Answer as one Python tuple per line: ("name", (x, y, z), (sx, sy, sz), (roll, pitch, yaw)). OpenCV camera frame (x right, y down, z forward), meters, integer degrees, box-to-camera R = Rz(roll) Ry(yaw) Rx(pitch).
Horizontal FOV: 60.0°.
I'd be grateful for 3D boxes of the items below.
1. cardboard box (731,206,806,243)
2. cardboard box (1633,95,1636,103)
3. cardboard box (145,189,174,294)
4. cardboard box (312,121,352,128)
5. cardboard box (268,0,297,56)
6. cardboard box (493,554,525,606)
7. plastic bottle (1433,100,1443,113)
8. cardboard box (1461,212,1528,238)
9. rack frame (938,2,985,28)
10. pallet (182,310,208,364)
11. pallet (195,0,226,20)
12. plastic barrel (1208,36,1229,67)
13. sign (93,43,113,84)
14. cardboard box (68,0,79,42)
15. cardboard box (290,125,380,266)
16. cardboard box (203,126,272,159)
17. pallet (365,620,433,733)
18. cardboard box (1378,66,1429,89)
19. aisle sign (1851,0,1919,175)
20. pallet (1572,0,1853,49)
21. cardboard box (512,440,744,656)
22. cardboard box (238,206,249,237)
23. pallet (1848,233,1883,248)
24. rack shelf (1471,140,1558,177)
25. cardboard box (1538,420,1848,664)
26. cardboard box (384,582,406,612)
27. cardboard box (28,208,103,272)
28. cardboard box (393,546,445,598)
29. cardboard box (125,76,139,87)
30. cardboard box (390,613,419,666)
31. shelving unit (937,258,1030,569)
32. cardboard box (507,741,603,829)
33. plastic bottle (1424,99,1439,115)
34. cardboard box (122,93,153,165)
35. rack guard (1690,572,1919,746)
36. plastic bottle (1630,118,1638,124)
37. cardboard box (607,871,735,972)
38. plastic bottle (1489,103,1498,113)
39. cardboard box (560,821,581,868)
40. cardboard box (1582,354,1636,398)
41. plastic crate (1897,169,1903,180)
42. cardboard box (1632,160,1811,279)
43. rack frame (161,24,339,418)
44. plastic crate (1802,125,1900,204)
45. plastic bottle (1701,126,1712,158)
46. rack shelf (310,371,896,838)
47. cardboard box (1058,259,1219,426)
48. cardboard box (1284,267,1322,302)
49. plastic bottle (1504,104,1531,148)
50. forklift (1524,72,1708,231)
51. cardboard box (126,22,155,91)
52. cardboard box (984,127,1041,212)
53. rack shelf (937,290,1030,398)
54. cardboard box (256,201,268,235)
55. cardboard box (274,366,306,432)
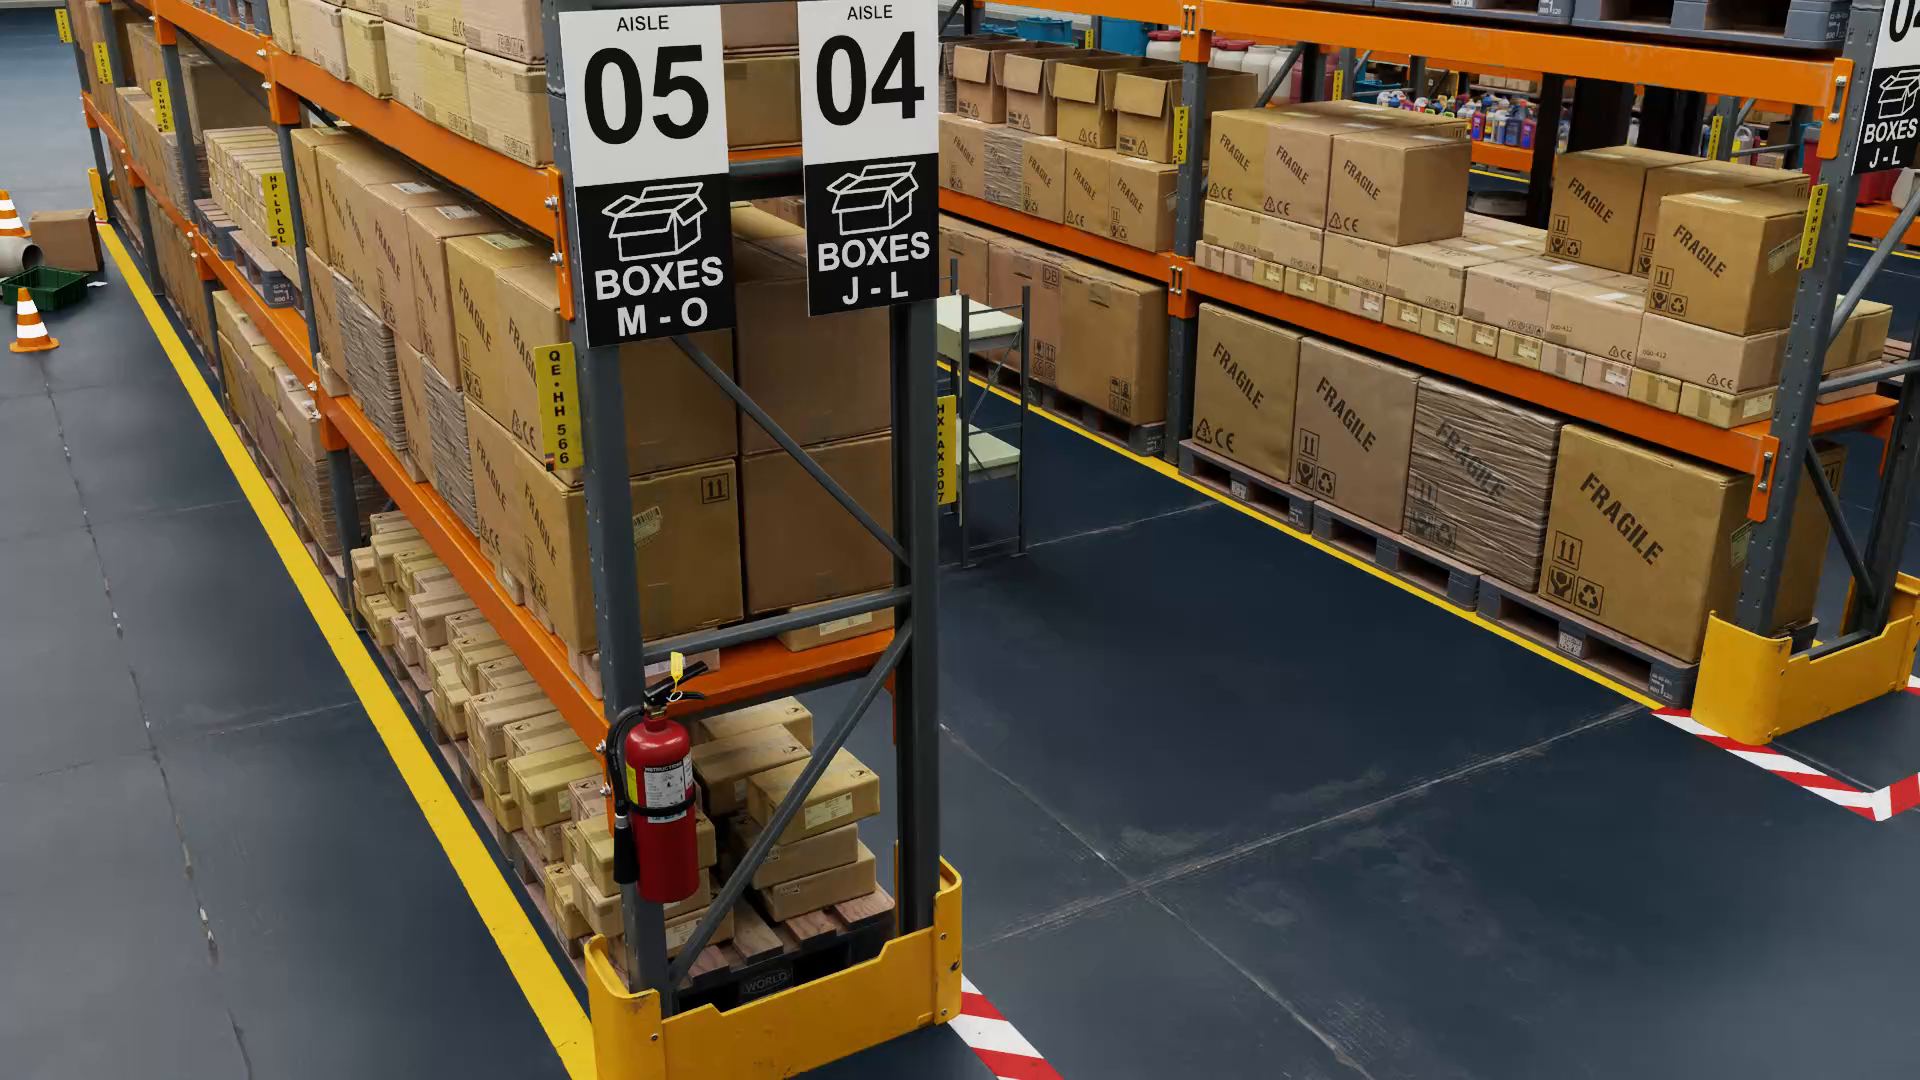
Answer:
("cardboard box", (-0.786, -0.756, 5.332), (0.500, 0.500, 0.500), (-12, 25, -27))
("cardboard box", (9.874, -6.788, 24.765), (0.500, 0.500, 0.500), (-15, 26, -32))
("cardboard box", (-6.257, -2.604, 14.163), (1.050, 0.750, 0.750), (-13, 25, -29))
("cardboard box", (-3.964, -2.623, 10.768), (0.380, 0.149, 0.250), (-14, 26, -30))
("cardboard box", (-2.556, -2.165, 6.869), (0.500, 0.250, 0.500), (-11, 25, -26))
("cardboard box", (-1.318, 0.071, 5.487), (0.380, 0.149, 0.250), (-12, 25, -27))
("plastic bottle", (4.233, -3.771, 14.777), (0.097, 0.271, 0.097), (0, 22, 0))
("cardboard box", (2.729, -1.610, 9.093), (0.500, 0.250, 0.500), (-12, 25, -27))
("rack frame", (-0.121, -6.804, 22.067), (1.000, 3.000, 0.127), (-13, 25, -28))
("pallet", (-5.566, -1.712, 13.244), (1.003, 0.211, 1.213), (-13, 25, -28))
("pallet", (-3.321, -2.903, 8.736), (1.213, 0.211, 1.003), (-13, 25, -28))
("plastic barrel", (2.597, -4.982, 17.405), (0.433, 0.535, 0.433), (0, 22, 0))
("sign", (-7.128, -3.965, 13.829), (0.100, 0.325, 0.005), (-13, 25, -28))
("cardboard box", (-8.539, -5.372, 16.911), (0.875, 0.550, 0.550), (-13, 25, -28))
("cardboard box", (-2.544, -1.500, 7.161), (0.500, 0.500, 0.500), (-12, 25, -27))
("cardboard box", (-4.537, -2.505, 10.478), (0.380, 0.149, 0.250), (-13, 25, -28))
("pallet", (-2.192, 0.457, 7.906), (1.003, 0.211, 1.213), (-13, 25, -28))
("cardboard box", (5.952, -6.099, 22.432), (0.500, 0.500, 0.500), (-13, 25, -28))
("aisle sign", (3.573, -1.795, 6.291), (0.394, 0.787, 0.004), (-13, 25, -28))
("pallet", (3.406, -2.258, 7.018), (1.003, 0.211, 1.213), (-13, 25, -28))
("cardboard box", (-0.973, -0.030, 4.875), (0.500, 0.500, 0.500), (-12, 25, -27))
("cardboard box", (-4.001, -1.888, 9.748), (0.380, 0.149, 0.250), (-12, 25, -27))
("pallet", (9.193, -3.230, 16.978), (1.003, 0.211, 1.213), (-13, 25, -28))
("rack shelf", (4.987, -3.233, 14.238), (1.077, 0.370, 4.000), (-13, 25, -28))
("cardboard box", (3.398, -0.074, 7.773), (0.875, 0.875, 0.875), (-13, 25, -28))
("cardboard box", (-2.449, 0.187, 7.702), (0.380, 0.149, 0.250), (-12, 25, -28))
("cardboard box", (-8.327, -2.783, 15.491), (0.500, 0.500, 0.500), (-8, 23, -19))
("cardboard box", (-2.306, 0.130, 7.447), (0.380, 0.149, 0.250), (-13, 25, -29))
("cardboard box", (-6.851, -3.821, 14.530), (0.875, 0.550, 0.550), (-13, 25, -28))
("cardboard box", (-2.348, 0.417, 7.530), (0.380, 0.149, 0.250), (-13, 25, -28))
("shelving unit", (-0.003, -0.697, 9.034), (0.431, 1.500, 0.755), (-13, 25, -28))
("cardboard box", (-1.331, 0.826, 5.734), (0.380, 0.149, 0.250), (-13, 26, -29))
("plastic bottle", (4.174, -3.756, 14.723), (0.061, 0.283, 0.133), (-13, 25, -28))
("cardboard box", (-6.356, -3.296, 13.304), (0.500, 0.500, 0.500), (-12, 25, -28))
("rack guard", (3.806, 0.494, 7.432), (1.175, 0.500, 0.348), (-13, 25, -28))
("plastic bottle", (5.496, -3.355, 13.747), (0.152, 0.276, 0.135), (-13, 25, -28))
("cardboard box", (-0.970, 1.246, 5.492), (0.380, 0.149, 0.250), (-12, 25, -27))
("plastic bottle", (4.849, -3.863, 15.096), (0.097, 0.201, 0.097), (0, 22, 0))
("cardboard box", (-1.124, 1.027, 5.634), (0.380, 0.149, 0.250), (-13, 26, -29))
("cardboard box", (3.067, -0.773, 7.563), (0.380, 0.149, 0.250), (-13, 25, -28))
("plastic crate", (6.811, -2.509, 11.786), (0.437, 0.125, 0.590), (-13, 25, -28))
("cardboard box", (3.525, -1.457, 7.719), (0.500, 0.500, 0.500), (-13, 26, -30))
("rack frame", (-4.608, -2.340, 11.085), (1.000, 3.000, 0.127), (-13, 25, -28))
("plastic crate", (6.249, -2.639, 11.657), (0.402, 0.464, 0.583), (-13, 25, -28))
("plastic bottle", (5.995, -3.169, 13.295), (0.097, 0.271, 0.097), (0, 22, 0))
("rack shelf", (-1.544, -0.064, 6.442), (1.077, 0.370, 4.000), (-13, 25, -28))
("cardboard box", (1.406, -1.380, 10.987), (1.225, 0.875, 0.875), (-13, 25, -28))
("cardboard box", (2.021, -1.435, 9.193), (0.380, 0.149, 0.250), (-13, 26, -30))
("plastic bottle", (4.695, -3.487, 13.973), (0.144, 0.351, 0.185), (-13, 25, -28))
("forklift", (3.943, -2.264, 10.989), (1.130, 2.935, 3.031), (-13, 26, -30))
("cardboard box", (-6.393, -3.985, 13.671), (0.700, 0.500, 0.500), (-13, 26, -29))
("cardboard box", (0.505, -2.604, 11.602), (0.500, 0.500, 0.500), (-13, 25, -28))
("rack shelf", (-0.003, -1.058, 8.887), (0.431, 0.370, 0.720), (-13, 25, -28))
("cardboard box", (-3.615, -1.778, 9.083), (0.380, 0.149, 0.250), (-12, 25, -28))
("cardboard box", (-3.414, -0.791, 9.039), (0.500, 0.250, 0.500), (-11, 25, -26))
